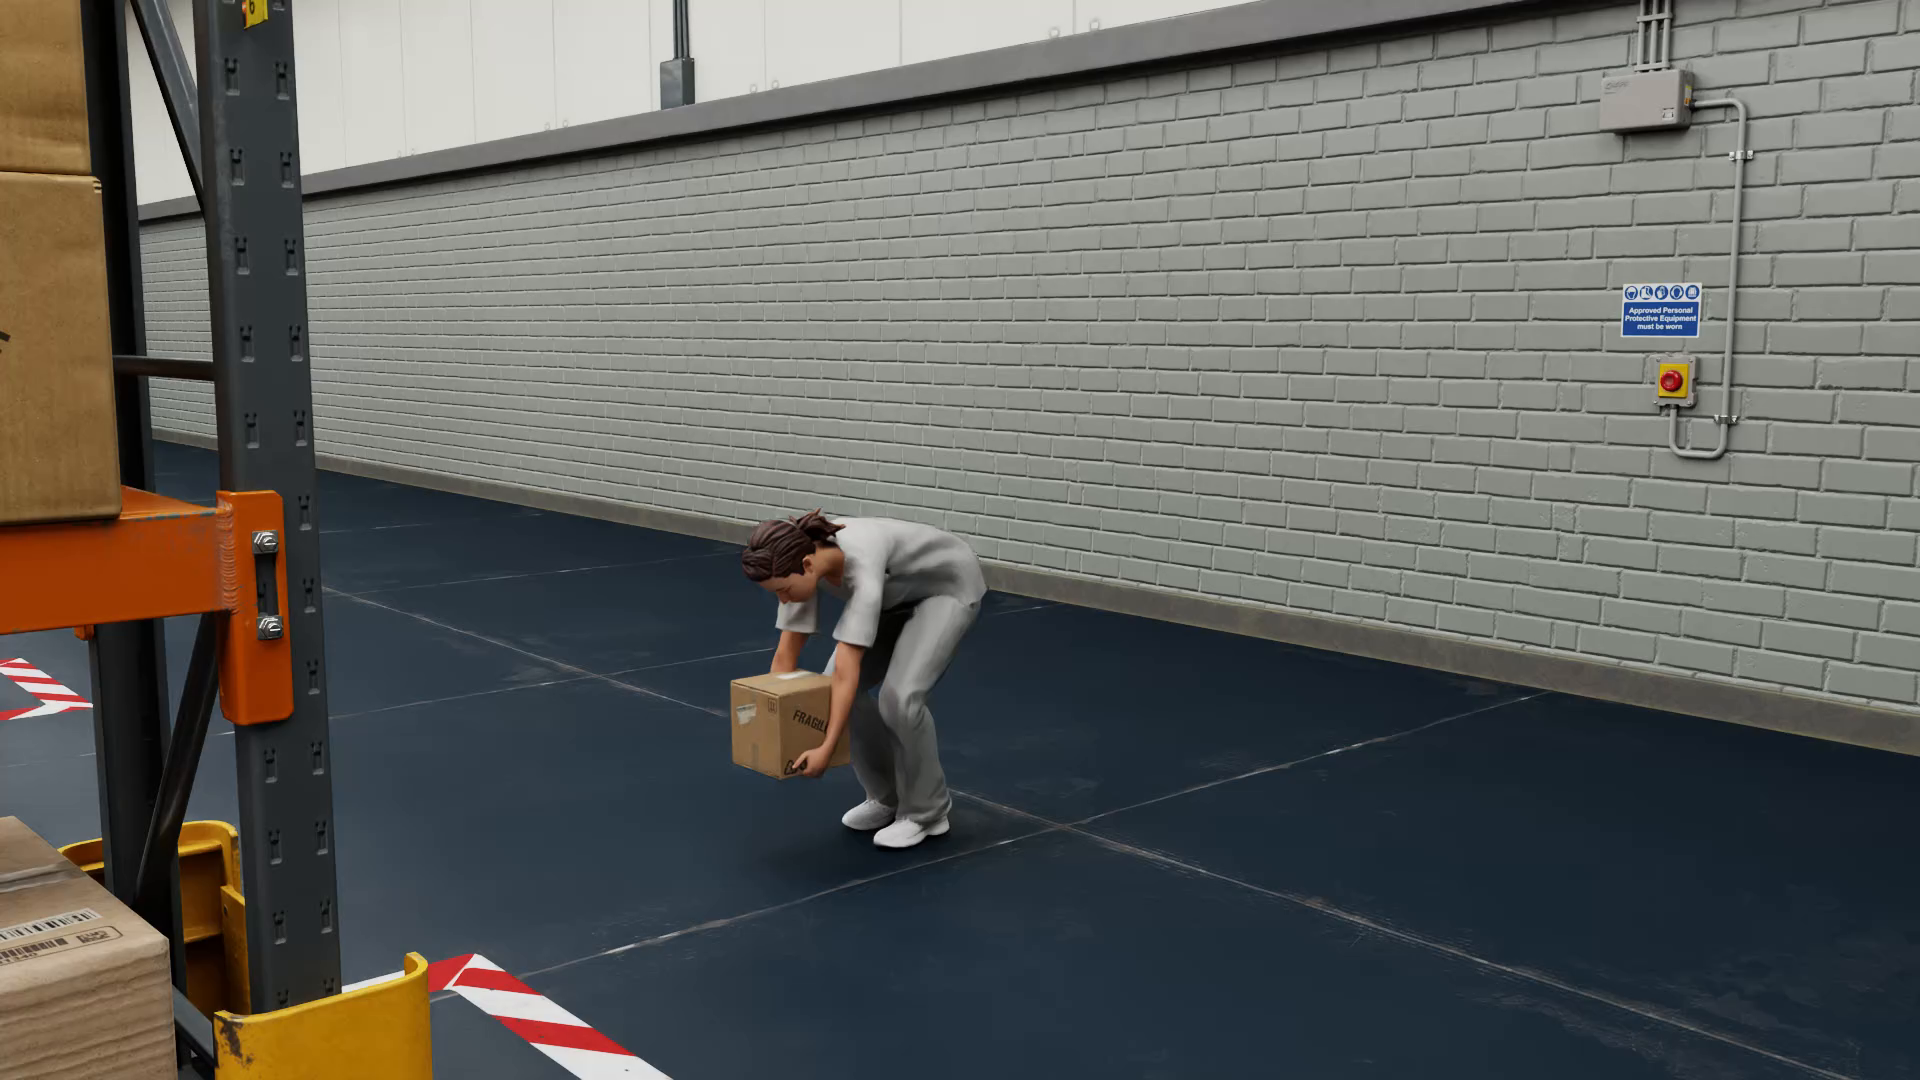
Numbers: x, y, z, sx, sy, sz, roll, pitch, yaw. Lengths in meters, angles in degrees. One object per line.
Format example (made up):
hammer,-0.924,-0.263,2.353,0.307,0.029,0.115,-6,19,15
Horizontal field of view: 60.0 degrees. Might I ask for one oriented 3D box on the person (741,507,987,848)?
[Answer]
person,-0.299,0.408,5.061,0.865,1.057,0.451,-7,10,-44
